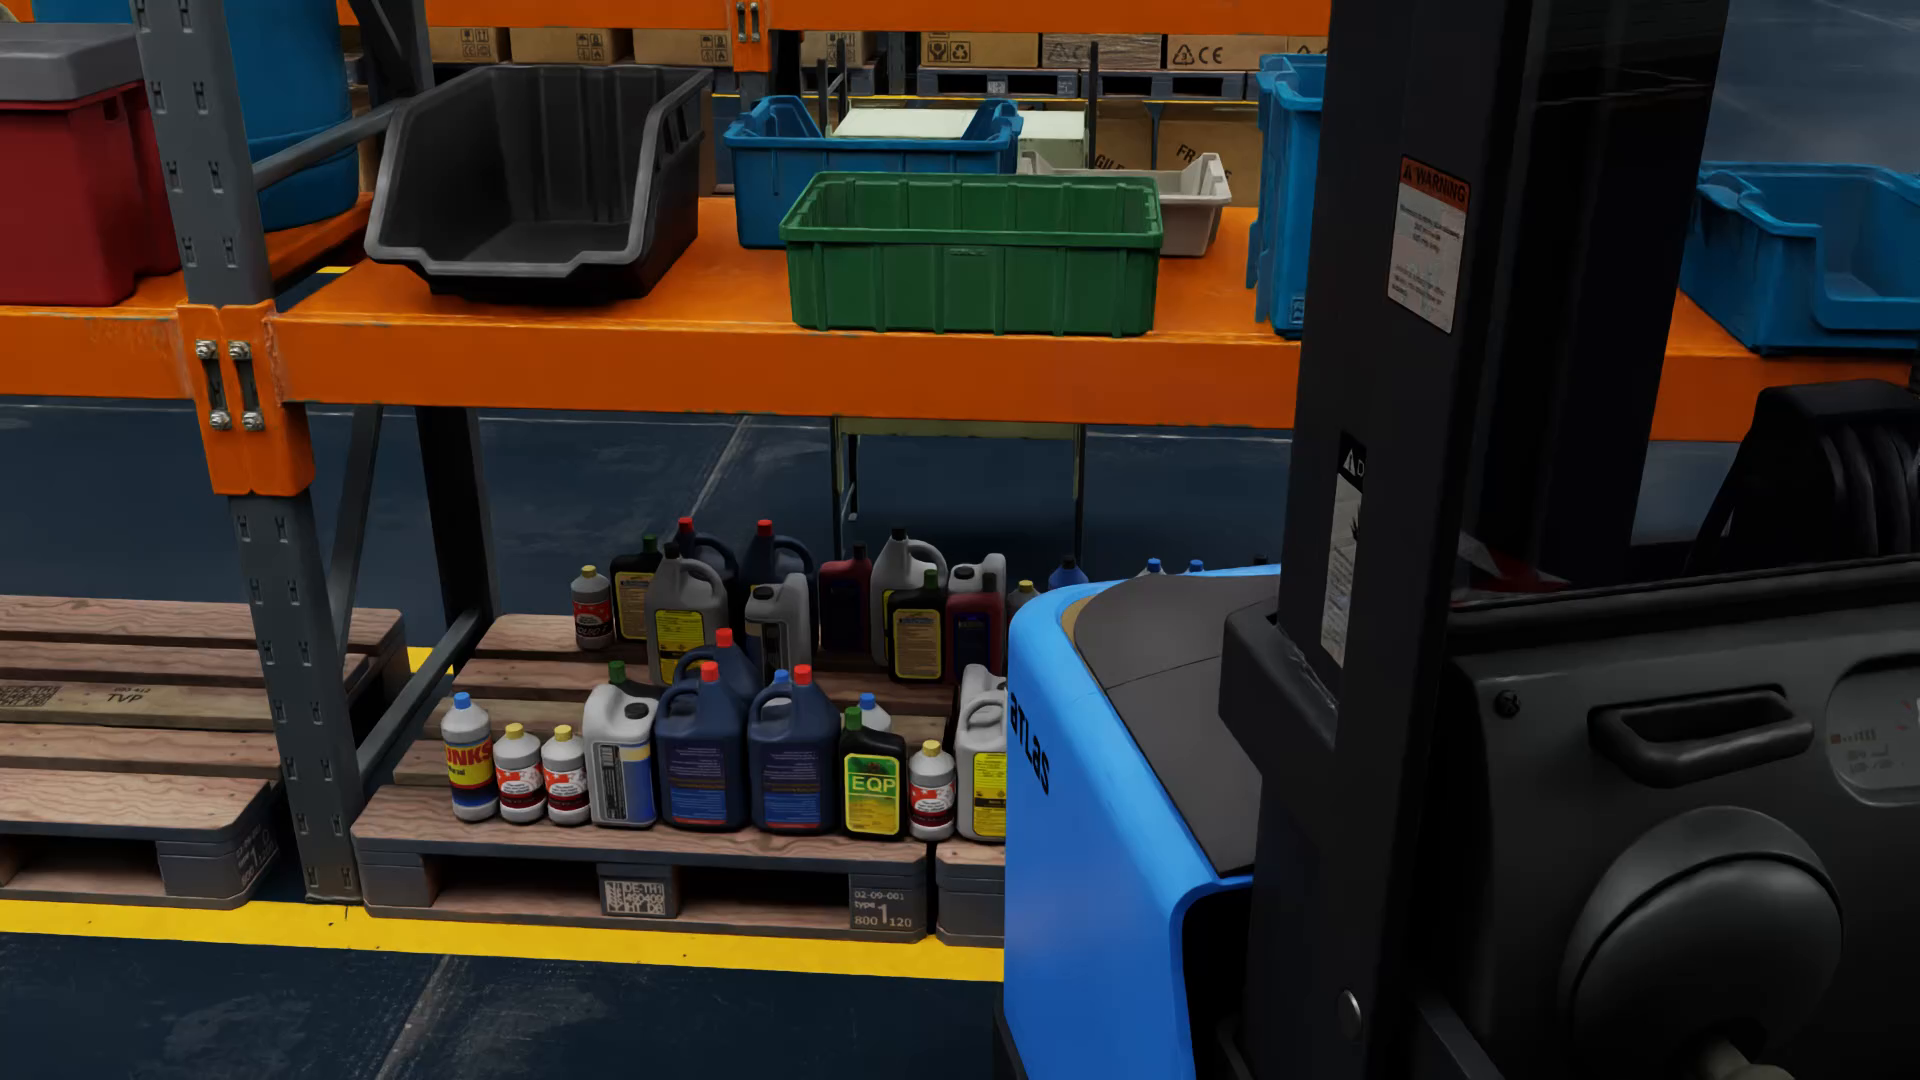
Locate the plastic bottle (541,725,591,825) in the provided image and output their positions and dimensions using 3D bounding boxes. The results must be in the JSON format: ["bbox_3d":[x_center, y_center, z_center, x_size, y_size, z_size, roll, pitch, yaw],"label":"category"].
[{"bbox_3d":[-0.813,0.478,3.443,0.097,0.201,0.097,0,25,0],"label":"plastic bottle"}]

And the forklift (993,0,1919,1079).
[{"bbox_3d":[0.888,0.271,1.154,1.130,2.935,3.031,-6,25,-12],"label":"forklift"}]

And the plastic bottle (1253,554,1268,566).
[{"bbox_3d":[0.681,0.167,4.022,0.133,0.283,0.061,2,25,5],"label":"plastic bottle"}]

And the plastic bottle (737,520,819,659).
[{"bbox_3d":[-0.444,0.118,4.048,0.185,0.351,0.144,1,25,1],"label":"plastic bottle"}]

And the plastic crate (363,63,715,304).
[{"bbox_3d":[-0.787,-0.694,3.245,0.504,0.338,0.767,2,25,4],"label":"plastic crate"}]

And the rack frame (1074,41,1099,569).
[{"bbox_3d":[0.372,-0.669,4.911,0.023,1.500,0.400,2,25,4],"label":"rack frame"}]

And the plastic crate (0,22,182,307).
[{"bbox_3d":[-1.806,-0.709,3.127,0.583,0.464,0.402,2,25,4],"label":"plastic crate"}]

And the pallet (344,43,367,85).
[{"bbox_3d":[-5.207,-3.808,13.272,1.213,0.211,1.003,2,25,4],"label":"pallet"}]

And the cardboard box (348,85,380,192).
[{"bbox_3d":[-3.119,-2.008,8.490,0.500,0.500,0.700,4,25,8],"label":"cardboard box"}]

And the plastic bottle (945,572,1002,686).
[{"bbox_3d":[0.032,0.210,3.929,0.133,0.283,0.061,2,25,4],"label":"plastic bottle"}]

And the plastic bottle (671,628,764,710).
[{"bbox_3d":[-0.515,0.350,3.544,0.185,0.351,0.144,2,25,4],"label":"plastic bottle"}]

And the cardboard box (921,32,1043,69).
[{"bbox_3d":[0.182,-4.097,12.605,0.875,0.875,0.875,2,25,5],"label":"cardboard box"}]

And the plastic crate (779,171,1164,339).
[{"bbox_3d":[0.032,-0.535,3.078,0.662,0.188,0.450,2,25,4],"label":"plastic crate"}]

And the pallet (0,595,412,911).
[{"bbox_3d":[-2.085,0.465,3.986,1.213,0.211,1.003,2,25,4],"label":"pallet"}]

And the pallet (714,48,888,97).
[{"bbox_3d":[-1.215,-3.647,12.924,1.213,0.211,1.003,2,25,4],"label":"pallet"}]

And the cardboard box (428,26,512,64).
[{"bbox_3d":[-3.828,-4.160,12.892,0.750,0.750,1.050,2,25,3],"label":"cardboard box"}]

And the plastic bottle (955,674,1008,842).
[{"bbox_3d":[0.086,0.430,3.371,0.185,0.351,0.144,2,25,4],"label":"plastic bottle"}]

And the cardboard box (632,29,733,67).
[{"bbox_3d":[-2.027,-4.104,12.770,0.750,0.750,1.050,2,25,4],"label":"cardboard box"}]

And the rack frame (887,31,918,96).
[{"bbox_3d":[-0.440,-4.921,12.355,0.127,3.000,1.000,2,25,4],"label":"rack frame"}]

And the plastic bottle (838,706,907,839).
[{"bbox_3d":[-0.177,0.469,3.365,0.133,0.283,0.061,3,25,6],"label":"plastic bottle"}]

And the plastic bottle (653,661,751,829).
[{"bbox_3d":[-0.526,0.410,3.413,0.185,0.351,0.144,3,25,5],"label":"plastic bottle"}]

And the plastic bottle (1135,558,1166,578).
[{"bbox_3d":[0.463,0.173,4.023,0.097,0.271,0.097,0,25,0],"label":"plastic bottle"}]

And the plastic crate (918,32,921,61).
[{"bbox_3d":[-0.166,-4.210,14.106,0.662,0.188,0.450,16,39,31],"label":"plastic crate"}]

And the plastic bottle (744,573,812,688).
[{"bbox_3d":[-0.430,0.214,3.928,0.135,0.276,0.152,2,25,4],"label":"plastic bottle"}]

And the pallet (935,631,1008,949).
[{"bbox_3d":[0.587,0.551,3.800,1.213,0.211,1.003,2,25,4],"label":"pallet"}]

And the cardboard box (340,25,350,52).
[{"bbox_3d":[-5.104,-4.016,12.877,0.500,0.500,0.500,2,25,4],"label":"cardboard box"}]

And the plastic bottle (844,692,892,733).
[{"bbox_3d":[-0.189,0.441,3.441,0.097,0.271,0.097,0,25,0],"label":"plastic bottle"}]

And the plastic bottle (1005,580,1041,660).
[{"bbox_3d":[0.160,0.195,4.059,0.097,0.201,0.097,0,25,0],"label":"plastic bottle"}]

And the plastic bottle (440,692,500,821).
[{"bbox_3d":[-1.015,0.440,3.443,0.097,0.271,0.097,0,25,0],"label":"plastic bottle"}]

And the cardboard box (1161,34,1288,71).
[{"bbox_3d":[1.990,-4.040,12.480,0.875,0.875,0.875,1,25,3],"label":"cardboard box"}]

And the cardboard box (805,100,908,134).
[{"bbox_3d":[-0.525,-1.882,8.241,0.500,0.500,0.500,1,25,2],"label":"cardboard box"}]

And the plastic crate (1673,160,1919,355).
[{"bbox_3d":[1.520,-0.511,2.951,0.408,0.251,0.499,2,25,4],"label":"plastic crate"}]

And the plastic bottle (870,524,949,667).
[{"bbox_3d":[-0.122,0.128,4.026,0.185,0.351,0.144,2,25,4],"label":"plastic bottle"}]

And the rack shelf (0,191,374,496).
[{"bbox_3d":[-3.294,-0.530,3.673,4.000,0.370,1.077,2,25,4],"label":"rack shelf"}]

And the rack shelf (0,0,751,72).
[{"bbox_3d":[-2.914,-2.594,8.159,4.000,0.370,1.077,2,25,4],"label":"rack shelf"}]

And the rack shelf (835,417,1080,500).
[{"bbox_3d":[0.007,-0.385,5.072,0.720,0.370,0.431,2,25,4],"label":"rack shelf"}]

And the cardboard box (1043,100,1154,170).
[{"bbox_3d":[0.672,-1.880,8.236,0.500,0.500,0.500,0,25,-1],"label":"cardboard box"}]

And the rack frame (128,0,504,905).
[{"bbox_3d":[-1.300,-0.792,3.384,0.127,3.000,1.000,2,25,4],"label":"rack frame"}]

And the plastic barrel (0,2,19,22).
[{"bbox_3d":[-2.237,-0.976,3.620,0.433,0.535,0.433,0,25,0],"label":"plastic barrel"}]

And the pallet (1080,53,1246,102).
[{"bbox_3d":[1.532,-3.559,12.732,1.213,0.211,1.003,2,25,4],"label":"pallet"}]

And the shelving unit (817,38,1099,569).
[{"bbox_3d":[0.007,-0.681,4.936,0.755,1.500,0.431,2,25,4],"label":"shelving unit"}]

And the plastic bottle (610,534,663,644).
[{"bbox_3d":[-0.795,0.120,4.125,0.133,0.283,0.061,3,25,7],"label":"plastic bottle"}]
